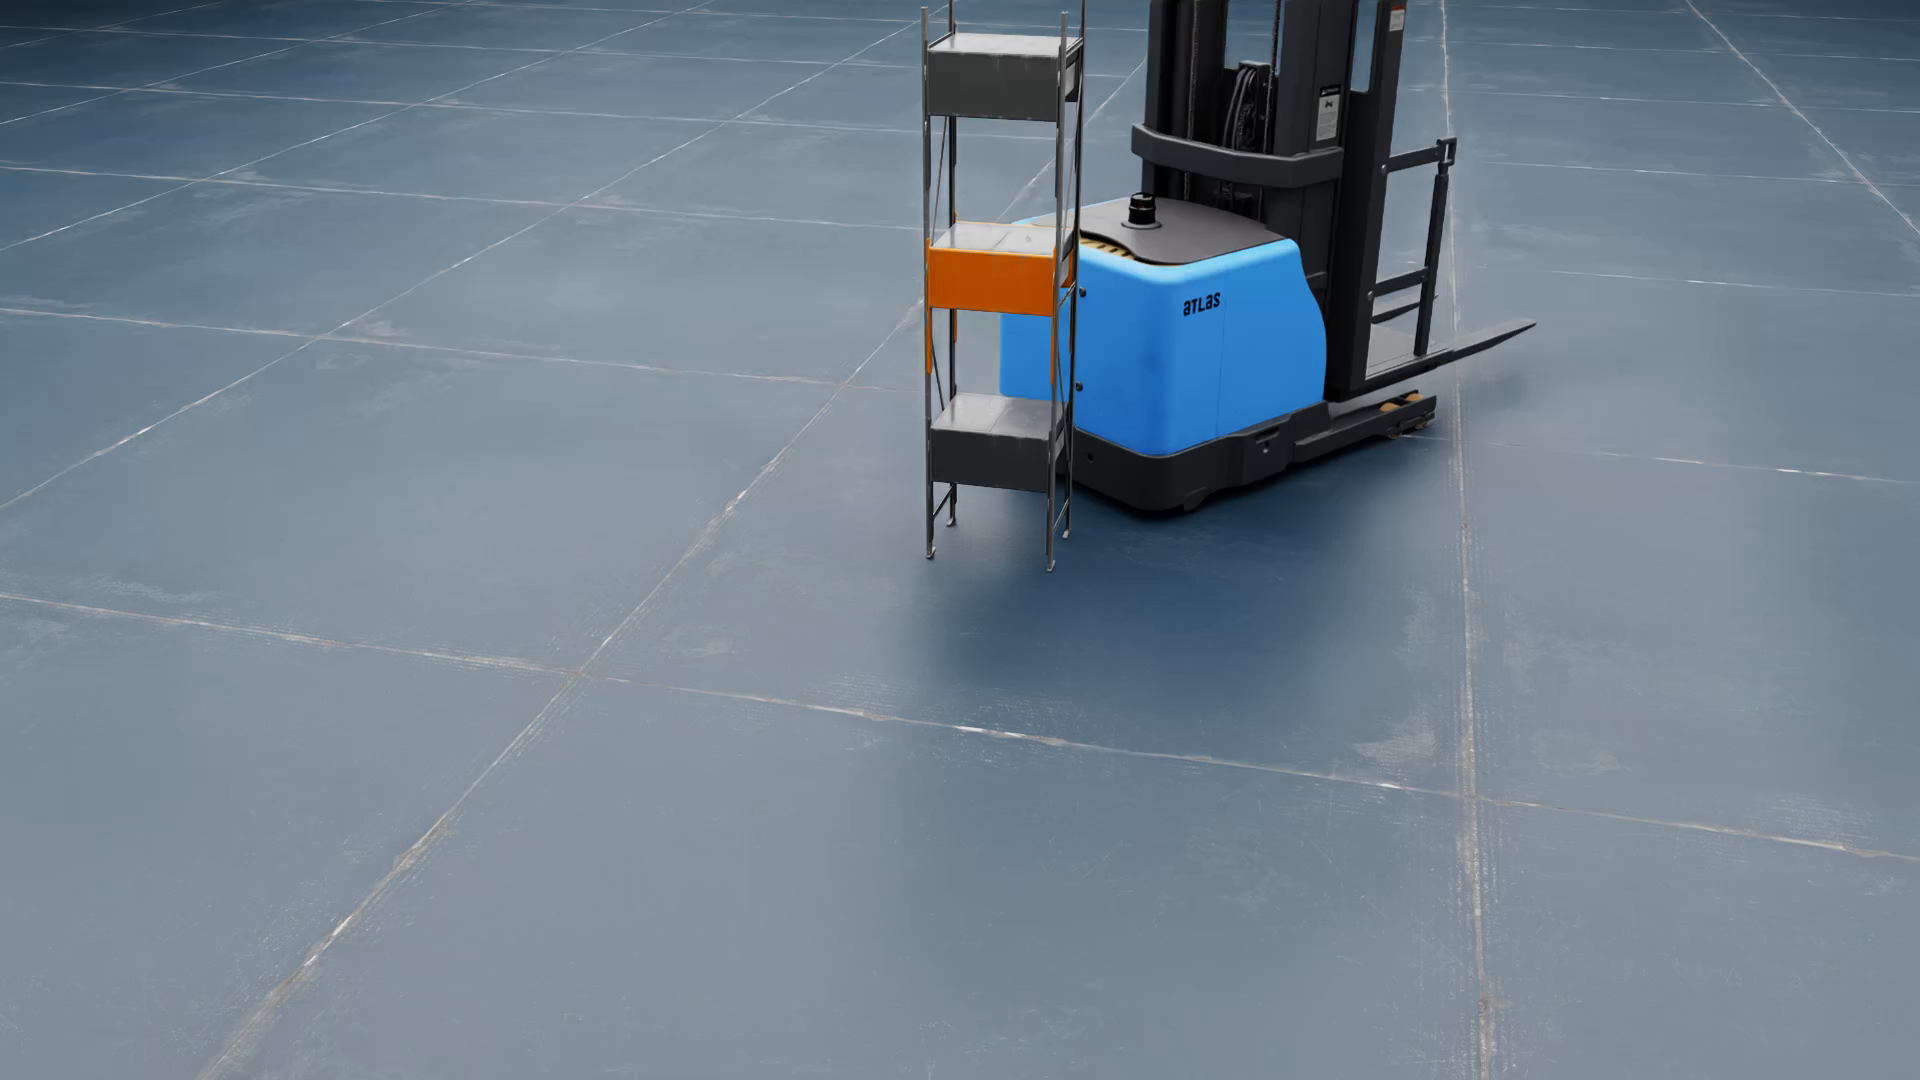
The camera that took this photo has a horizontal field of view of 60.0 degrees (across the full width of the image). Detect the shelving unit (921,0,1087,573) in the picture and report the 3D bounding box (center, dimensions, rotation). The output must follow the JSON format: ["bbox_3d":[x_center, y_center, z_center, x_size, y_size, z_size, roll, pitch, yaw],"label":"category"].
[{"bbox_3d":[0.160,-0.930,6.261,0.503,2.100,0.431,6,26,13],"label":"shelving unit"}]

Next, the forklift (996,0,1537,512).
[{"bbox_3d":[1.616,-1.948,7.432,3.031,2.935,1.130,-20,32,-35],"label":"forklift"}]

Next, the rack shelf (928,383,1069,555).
[{"bbox_3d":[0.160,-0.286,6.568,0.480,0.518,0.431,6,26,13],"label":"rack shelf"}]

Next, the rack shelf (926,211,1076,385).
[{"bbox_3d":[0.160,-0.918,6.267,0.480,0.518,0.431,6,26,13],"label":"rack shelf"}]

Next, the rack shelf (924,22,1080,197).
[{"bbox_3d":[0.160,-1.550,5.966,0.480,0.518,0.431,6,26,13],"label":"rack shelf"}]

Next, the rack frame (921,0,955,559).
[{"bbox_3d":[-0.076,-0.956,6.316,0.015,2.100,0.400,6,26,13],"label":"rack frame"}]

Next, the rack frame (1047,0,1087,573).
[{"bbox_3d":[0.397,-0.904,6.207,0.015,2.100,0.400,6,26,13],"label":"rack frame"}]
